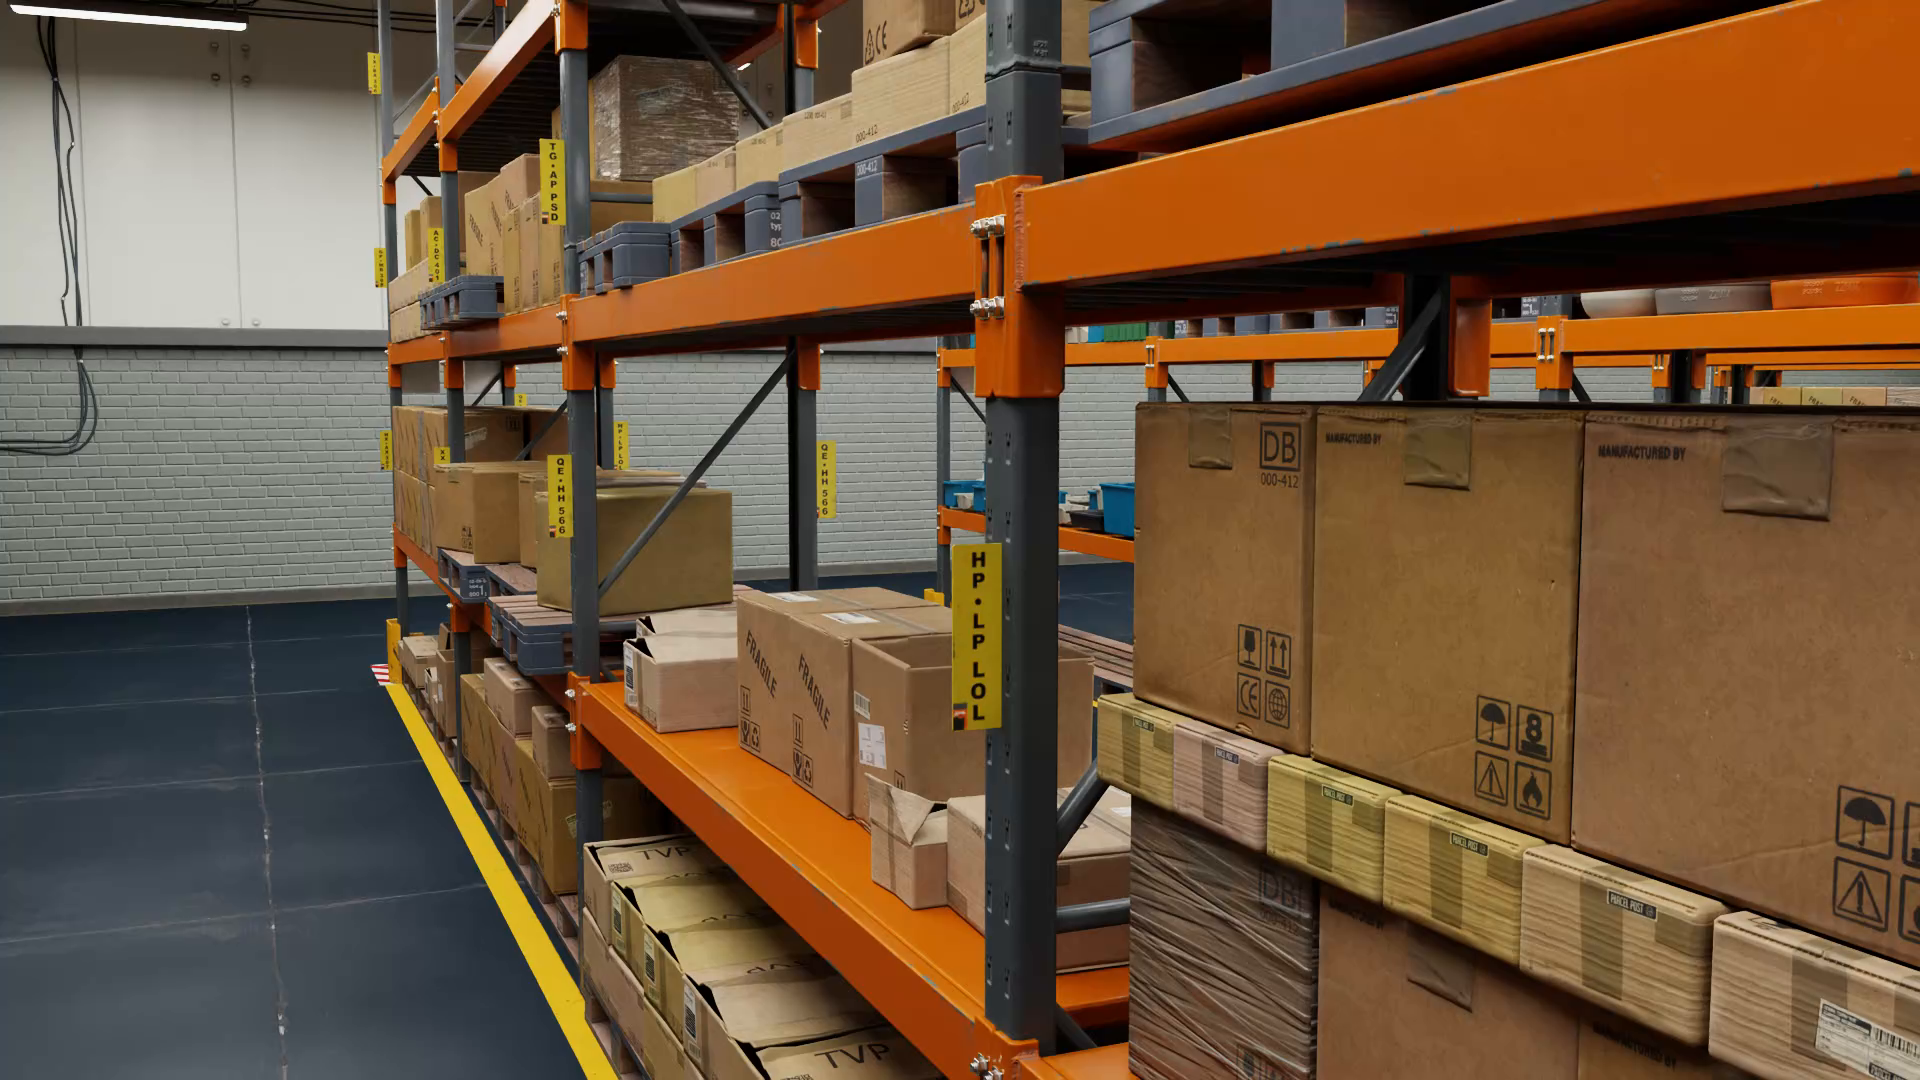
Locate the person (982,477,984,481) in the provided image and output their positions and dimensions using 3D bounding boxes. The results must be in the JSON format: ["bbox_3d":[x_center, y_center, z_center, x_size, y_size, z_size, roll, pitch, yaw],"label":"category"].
[{"bbox_3d":[0.500,-0.166,18.705,0.401,1.783,0.549,-4,6,-34],"label":"person"}]
